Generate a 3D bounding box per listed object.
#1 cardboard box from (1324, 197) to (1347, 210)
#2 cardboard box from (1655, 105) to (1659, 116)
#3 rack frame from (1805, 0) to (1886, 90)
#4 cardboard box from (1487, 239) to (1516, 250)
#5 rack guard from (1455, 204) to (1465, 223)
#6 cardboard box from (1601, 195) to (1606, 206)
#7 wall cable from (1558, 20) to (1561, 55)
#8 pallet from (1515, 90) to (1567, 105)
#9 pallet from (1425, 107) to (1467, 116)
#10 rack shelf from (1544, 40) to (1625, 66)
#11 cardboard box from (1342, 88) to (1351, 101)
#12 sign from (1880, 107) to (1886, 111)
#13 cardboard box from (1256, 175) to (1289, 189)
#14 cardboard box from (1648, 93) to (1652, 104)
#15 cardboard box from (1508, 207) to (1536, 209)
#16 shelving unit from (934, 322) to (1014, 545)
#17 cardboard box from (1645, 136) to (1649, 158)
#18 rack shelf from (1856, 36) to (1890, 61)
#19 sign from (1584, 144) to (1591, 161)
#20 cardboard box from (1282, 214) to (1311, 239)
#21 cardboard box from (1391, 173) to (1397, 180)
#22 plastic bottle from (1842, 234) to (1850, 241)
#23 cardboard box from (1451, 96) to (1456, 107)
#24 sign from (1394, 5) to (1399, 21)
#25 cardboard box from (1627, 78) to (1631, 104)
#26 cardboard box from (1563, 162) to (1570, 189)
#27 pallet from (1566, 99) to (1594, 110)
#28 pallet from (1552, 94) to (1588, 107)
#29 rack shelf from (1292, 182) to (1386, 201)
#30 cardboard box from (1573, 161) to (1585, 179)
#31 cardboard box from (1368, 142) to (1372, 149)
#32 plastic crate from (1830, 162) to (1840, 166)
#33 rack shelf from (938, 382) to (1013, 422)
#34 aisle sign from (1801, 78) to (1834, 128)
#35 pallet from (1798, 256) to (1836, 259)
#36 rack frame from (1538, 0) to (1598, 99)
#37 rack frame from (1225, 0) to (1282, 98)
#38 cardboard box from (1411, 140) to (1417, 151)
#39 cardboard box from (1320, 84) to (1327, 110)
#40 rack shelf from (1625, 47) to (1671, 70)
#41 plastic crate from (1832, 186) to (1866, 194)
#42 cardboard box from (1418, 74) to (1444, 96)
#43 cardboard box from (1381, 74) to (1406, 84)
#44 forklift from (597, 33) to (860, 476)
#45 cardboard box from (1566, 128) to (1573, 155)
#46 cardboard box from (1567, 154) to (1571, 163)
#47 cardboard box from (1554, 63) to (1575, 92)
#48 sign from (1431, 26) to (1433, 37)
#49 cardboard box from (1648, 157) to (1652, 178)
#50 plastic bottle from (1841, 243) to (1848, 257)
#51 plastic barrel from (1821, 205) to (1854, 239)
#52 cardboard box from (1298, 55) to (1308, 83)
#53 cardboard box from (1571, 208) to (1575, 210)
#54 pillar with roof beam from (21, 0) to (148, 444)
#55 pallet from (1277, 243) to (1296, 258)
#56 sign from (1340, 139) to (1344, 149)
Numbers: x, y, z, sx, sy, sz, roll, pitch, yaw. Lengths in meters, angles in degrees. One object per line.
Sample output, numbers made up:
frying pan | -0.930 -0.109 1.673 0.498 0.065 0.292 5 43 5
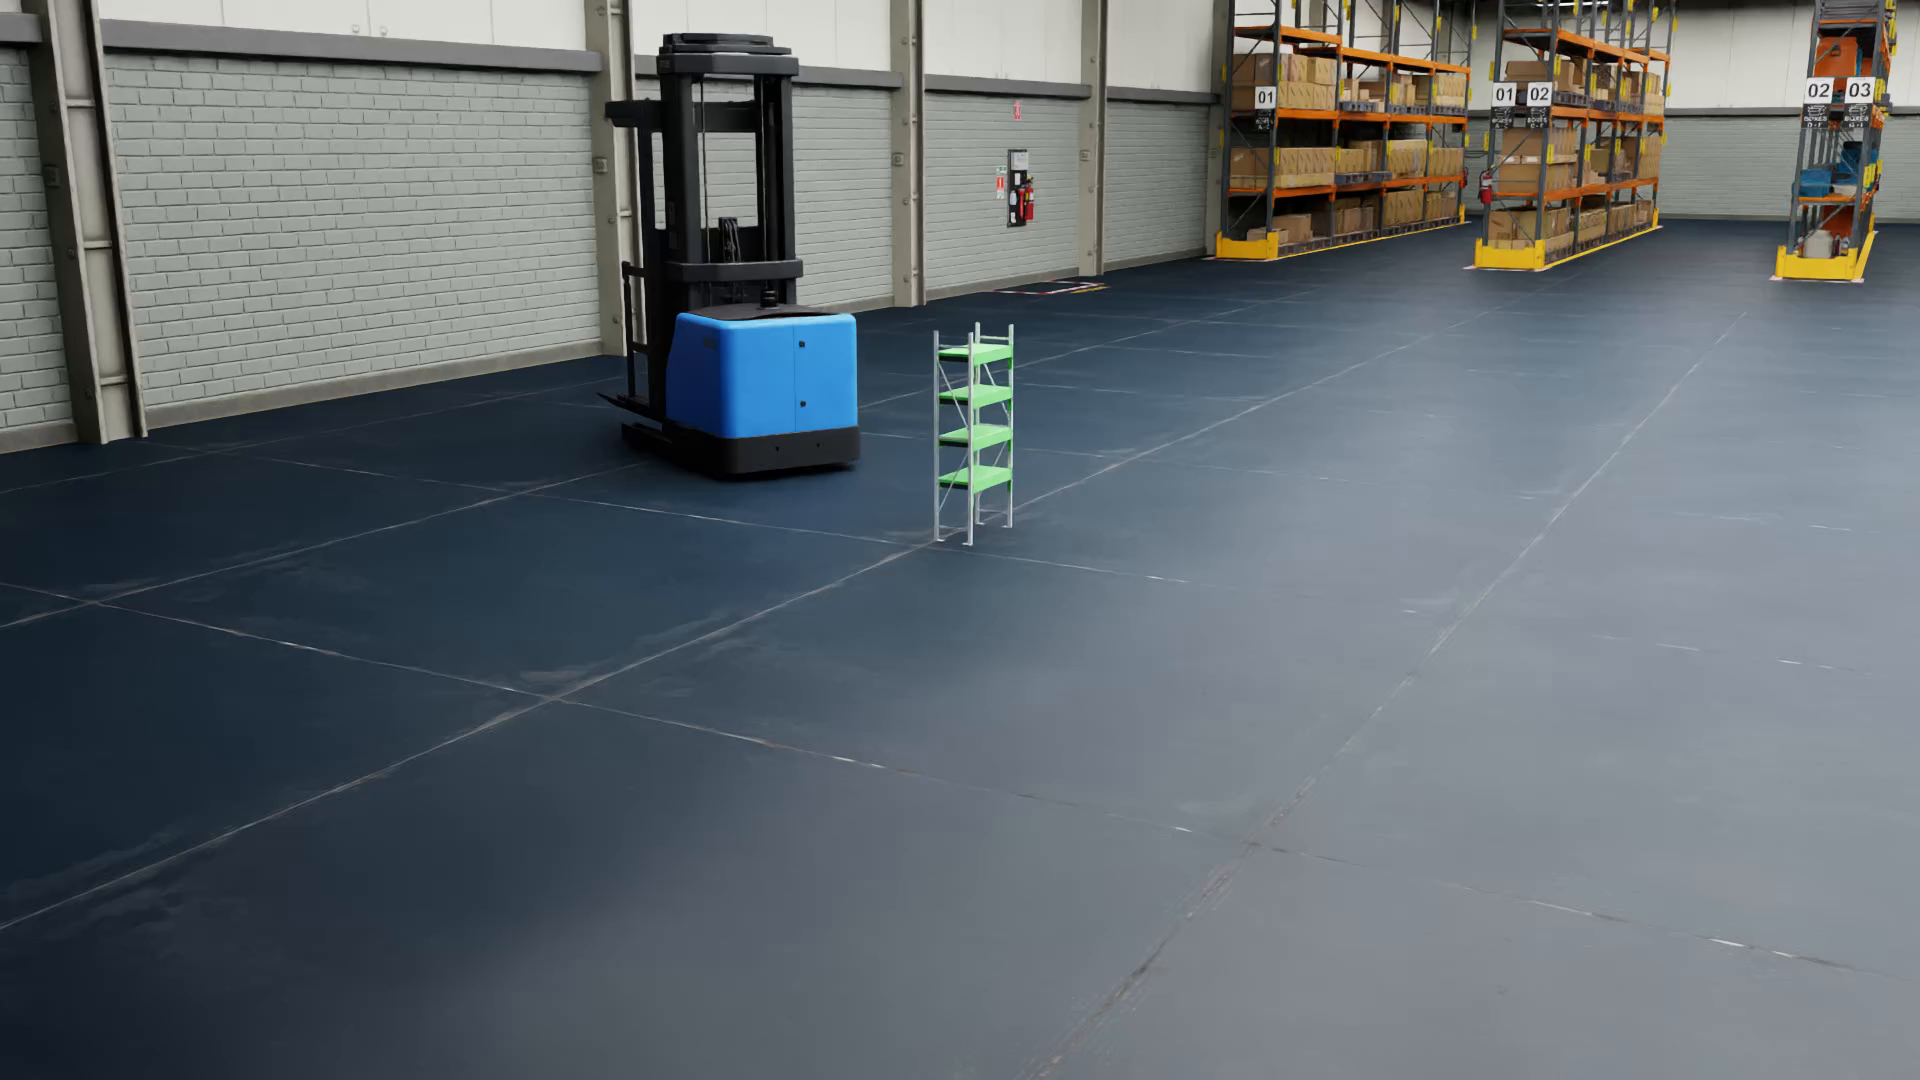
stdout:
cardboard box | 8.250 -7.453 36.843 0.500 0.250 0.500 7 15 26
cardboard box | 17.091 -10.685 41.374 0.500 0.250 0.500 7 15 28
rack frame | 14.190 -8.712 26.471 1.000 3.000 0.127 7 15 28
cardboard box | 9.856 -5.369 30.374 0.500 0.250 0.500 7 15 28
rack guard | 13.264 -8.991 45.760 1.175 0.500 0.348 7 15 28
cardboard box | 14.726 -7.906 38.723 0.500 0.250 0.500 7 15 28
wall cable | 18.667 -14.876 47.889 3.097 2.526 0.112 7 15 28
pallet | 10.220 -7.915 29.754 1.003 0.211 1.213 7 15 28
pallet | 12.902 -11.463 44.469 1.003 0.211 1.213 7 15 28
rack shelf | 12.756 -9.961 34.039 1.077 0.370 4.000 7 15 28
cardboard box | 8.083 -9.587 35.796 0.500 0.311 0.500 8 16 30
sign | 18.542 -8.784 33.390 0.100 0.325 0.005 7 15 28
cardboard box | 6.031 -6.919 32.111 0.500 0.250 0.500 7 15 26
cardboard box | 16.349 -10.623 40.048 0.500 0.250 0.500 7 15 28
cardboard box | 10.808 -6.146 31.996 0.500 0.500 0.500 7 15 28
shelving unit | 0.080 -0.617 9.534 0.258 1.200 0.503 7 15 28
cardboard box | 16.380 -9.525 40.296 0.500 0.500 0.500 7 15 26
rack shelf | 17.090 -9.399 31.708 1.077 0.370 4.000 7 15 28
sign | 12.276 -7.575 32.539 0.100 0.325 0.005 7 15 28
cardboard box | 6.984 -6.520 34.573 0.500 0.500 0.500 6 15 24
cardboard box | 10.078 -8.584 39.233 0.380 0.149 0.250 8 16 30
plastic bottle | 15.972 -5.338 29.990 0.144 0.351 0.185 7 15 25
cardboard box | 12.632 -11.444 43.415 0.500 0.250 0.500 7 15 26
sign | 9.864 -11.909 37.570 0.100 0.325 0.005 7 15 28
cardboard box | 15.348 -10.484 38.899 0.600 0.600 0.600 6 15 23
cardboard box | 11.331 -7.026 32.065 0.700 0.500 0.500 7 15 27
pallet | 12.204 -8.726 33.337 0.805 0.209 1.217 7 15 26
pallet | 11.399 -8.416 31.830 1.003 0.211 1.213 7 15 28
rack shelf | 8.418 -7.800 37.020 1.077 0.370 4.000 7 15 28
cardboard box | 12.429 -7.491 33.992 0.500 0.500 0.500 9 16 32
cardboard box | 9.244 -9.063 38.191 0.380 0.149 0.250 5 15 21
plastic crate | 19.918 -8.414 37.939 0.392 0.384 0.575 7 15 28
rack shelf | 0.080 -0.788 9.493 0.258 0.148 0.480 7 15 28
aisle sign | 13.895 -7.079 26.948 0.394 0.787 0.004 7 15 28
pallet | 15.173 -4.877 29.311 1.003 0.211 1.213 7 15 28
rack frame | 11.789 -10.095 32.206 1.000 3.000 0.127 7 15 28
rack frame | 5.517 -9.835 31.127 1.000 3.000 0.127 7 15 28
cardboard box | 10.814 -9.614 40.523 0.500 0.250 0.500 8 16 29
cardboard box | 7.168 -9.022 33.898 0.500 0.500 0.500 6 15 23
rack shelf | 16.623 -11.795 40.801 1.077 0.370 4.000 7 15 28
plastic crate | 15.560 -6.126 29.108 0.530 0.136 0.437 7 15 28
cardboard box | 11.908 -11.497 42.034 0.500 0.500 0.500 7 15 28
cardboard box | 10.524 -11.185 40.375 0.500 0.250 0.500 7 15 26
forklift | -1.890 -2.151 12.204 1.130 2.935 3.031 -8 16 -30
cardboard box | 11.337 -7.662 31.934 0.700 0.500 0.500 7 15 28
cardboard box | 11.473 -7.304 31.832 0.380 0.149 0.250 7 15 28
cardboard box | 10.898 -8.447 30.361 0.500 0.500 0.500 7 15 28
sign | 12.769 -13.713 44.881 0.100 0.325 0.005 7 15 28
cardboard box | 16.874 -9.254 41.307 0.500 0.500 0.500 7 15 27
plastic bottle | 15.339 -5.020 28.839 0.097 0.271 0.097 0 14 0
plastic barrel | 18.279 -6.689 34.612 0.600 0.830 0.708 7 15 28
cardboard box | 6.441 -9.176 32.406 0.500 0.500 0.500 8 16 30
cardboard box | 13.213 -7.065 36.213 0.500 0.311 0.500 8 16 30
pillar with roof beam | -2.735 -4.665 9.682 9.100 9.000 0.400 7 15 28
pallet | 5.978 -5.741 32.896 1.003 0.211 1.213 7 15 28
sign | 8.897 -9.185 38.761 0.100 0.325 0.005 7 15 28
